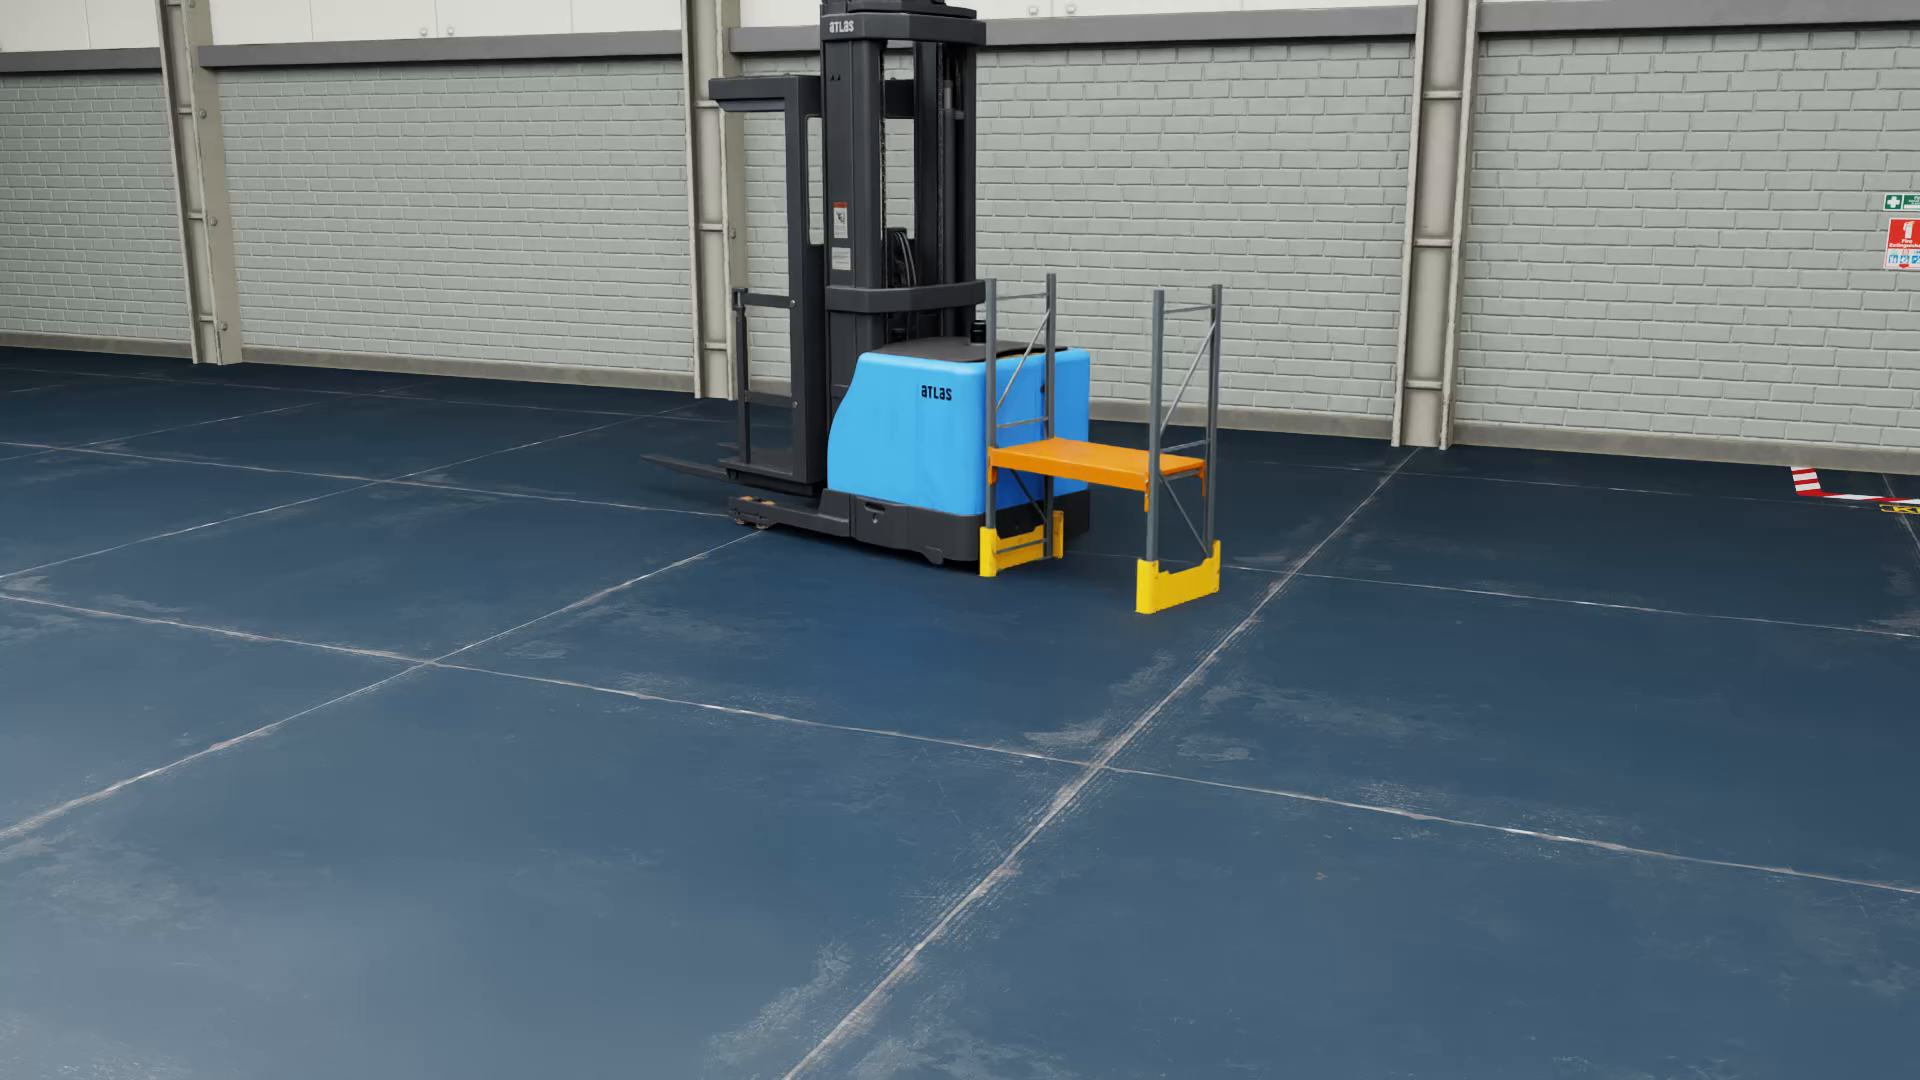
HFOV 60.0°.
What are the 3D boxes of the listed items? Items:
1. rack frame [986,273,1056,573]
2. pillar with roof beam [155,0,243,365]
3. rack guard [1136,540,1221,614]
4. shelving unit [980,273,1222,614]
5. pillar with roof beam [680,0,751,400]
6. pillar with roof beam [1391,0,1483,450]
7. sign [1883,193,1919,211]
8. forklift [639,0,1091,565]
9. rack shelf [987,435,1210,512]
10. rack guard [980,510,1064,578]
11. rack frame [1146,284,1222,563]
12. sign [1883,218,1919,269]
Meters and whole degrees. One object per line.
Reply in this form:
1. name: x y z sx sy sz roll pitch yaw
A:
1. rack frame: 0.311 -0.595 8.507 0.032 1.500 0.500 12 18 42
2. pillar with roof beam: -9.311 -5.296 12.124 0.400 9.000 9.100 6 14 23
3. rack guard: 1.052 0.172 7.974 0.087 0.250 0.587 12 18 42
4. shelving unit: 0.689 -0.514 8.163 1.083 1.500 0.587 12 18 42
5. pillar with roof beam: -3.826 -4.740 9.758 0.400 9.000 9.100 6 14 23
6. pillar with roof beam: 1.660 -4.185 7.392 0.400 9.000 9.100 6 14 23
7. sign: 6.183 -2.191 10.788 0.331 0.109 0.001 6 14 23
8. forklift: -0.704 -1.561 9.489 3.031 2.935 1.130 12 18 42
9. rack shelf: 0.682 -0.340 8.210 1.000 0.185 0.538 12 18 42
10. rack guard: 0.325 0.017 8.637 0.087 0.250 0.587 12 18 42
11. rack frame: 1.053 -0.436 7.830 0.032 1.500 0.500 12 18 42
12. sign: 6.182 -1.935 10.858 0.234 0.329 0.001 6 14 23
